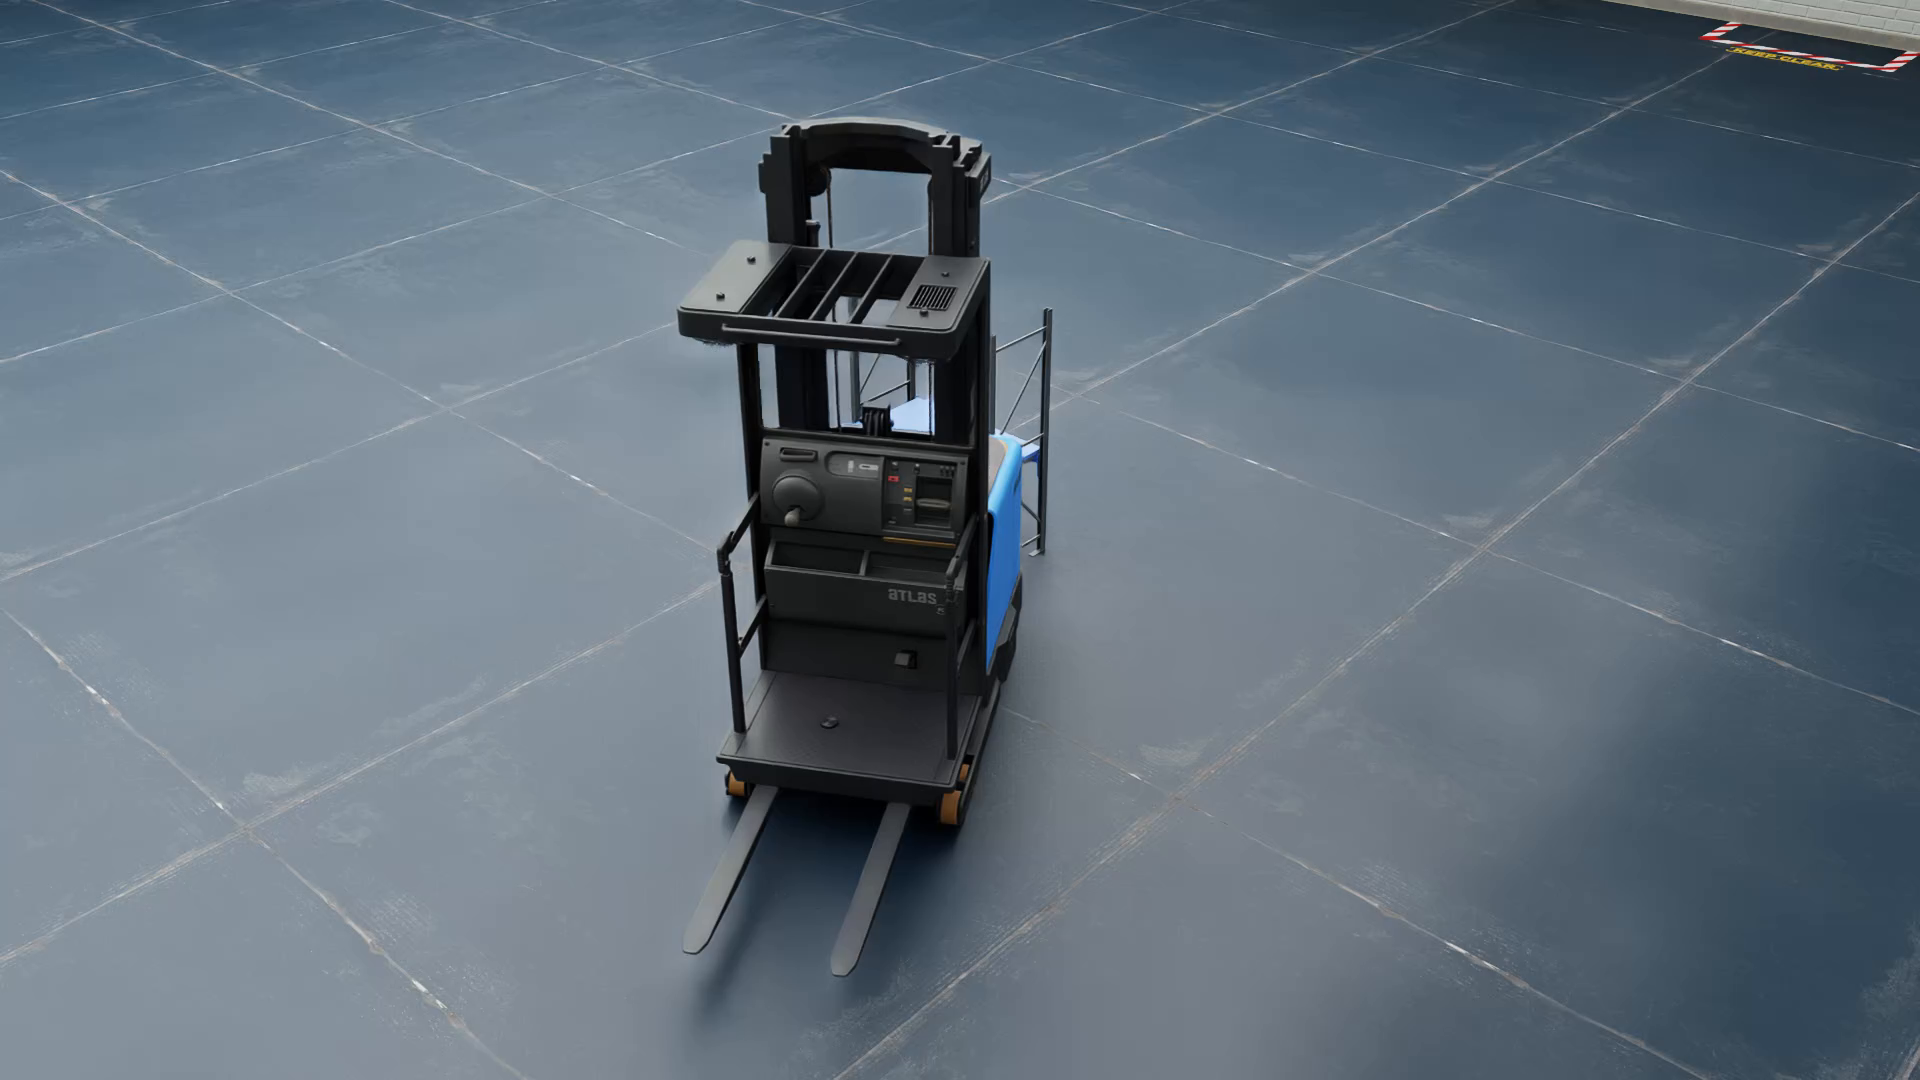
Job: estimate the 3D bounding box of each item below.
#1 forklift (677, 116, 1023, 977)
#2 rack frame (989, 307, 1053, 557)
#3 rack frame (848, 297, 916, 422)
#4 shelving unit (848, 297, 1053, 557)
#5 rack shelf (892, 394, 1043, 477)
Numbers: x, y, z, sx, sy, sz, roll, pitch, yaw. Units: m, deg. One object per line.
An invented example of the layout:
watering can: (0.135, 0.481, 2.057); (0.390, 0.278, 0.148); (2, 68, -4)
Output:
forklift: (-0.466, -0.170, 7.135); (1.130, 2.935, 3.031); (6, 32, 10)
rack frame: (0.314, -0.496, 9.064); (0.032, 1.500, 0.500); (25, 39, 35)
rack frame: (-0.440, -0.848, 9.649); (0.032, 1.500, 0.500); (25, 39, 35)
shelving unit: (-0.063, -0.672, 9.357); (1.048, 1.500, 0.538); (25, 39, 35)
rack shelf: (-0.063, -0.518, 9.449); (1.000, 0.185, 0.538); (25, 39, 35)
